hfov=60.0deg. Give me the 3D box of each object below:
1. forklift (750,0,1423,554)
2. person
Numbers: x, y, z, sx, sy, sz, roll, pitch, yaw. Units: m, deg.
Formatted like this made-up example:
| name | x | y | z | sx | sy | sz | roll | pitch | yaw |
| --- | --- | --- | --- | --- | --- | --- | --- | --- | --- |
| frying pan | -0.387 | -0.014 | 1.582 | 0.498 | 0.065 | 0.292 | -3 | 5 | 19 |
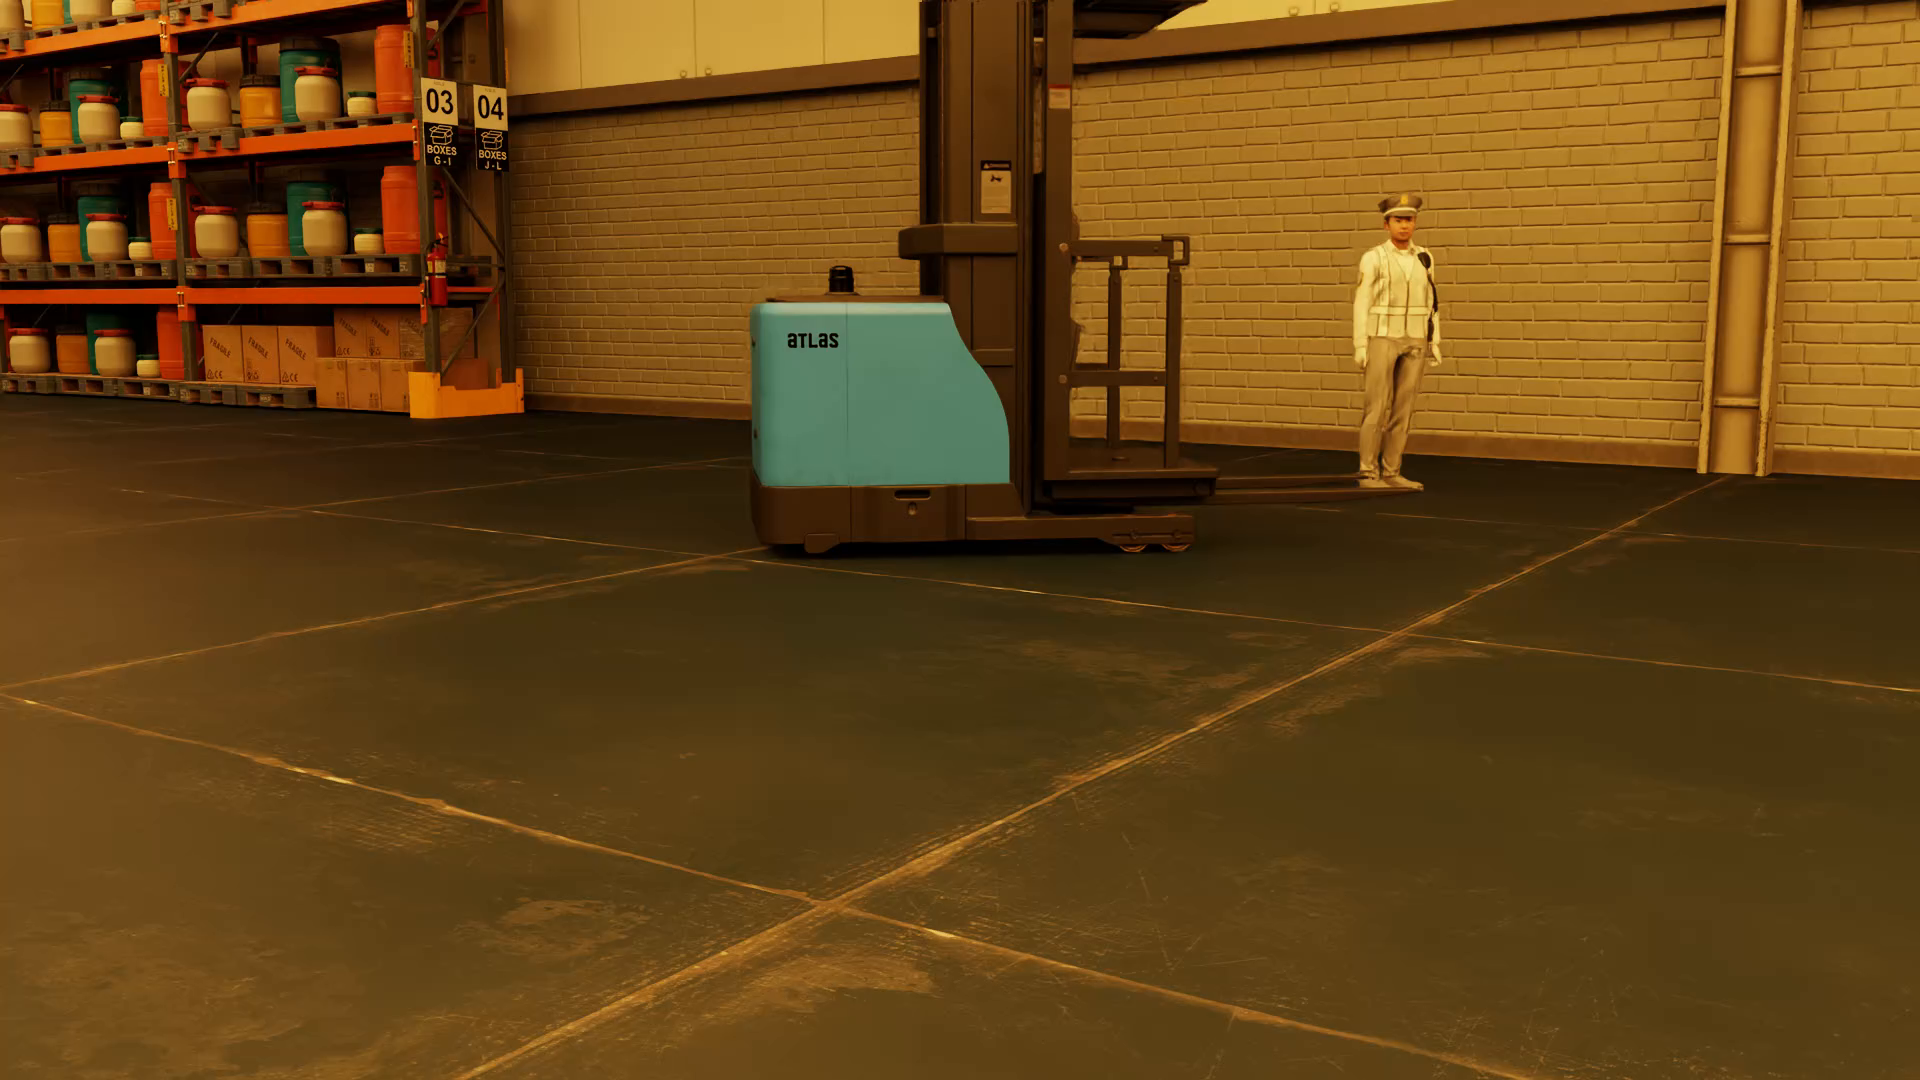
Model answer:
| name | x | y | z | sx | sy | sz | roll | pitch | yaw |
| --- | --- | --- | --- | --- | --- | --- | --- | --- | --- |
| forklift | 0.575 | -1.467 | 7.512 | 3.031 | 2.935 | 1.130 | -1 | 8 | -9 |
| person | 2.485 | -1.094 | 9.404 | 0.504 | 1.669 | 0.390 | -1 | 8 | -6 |
